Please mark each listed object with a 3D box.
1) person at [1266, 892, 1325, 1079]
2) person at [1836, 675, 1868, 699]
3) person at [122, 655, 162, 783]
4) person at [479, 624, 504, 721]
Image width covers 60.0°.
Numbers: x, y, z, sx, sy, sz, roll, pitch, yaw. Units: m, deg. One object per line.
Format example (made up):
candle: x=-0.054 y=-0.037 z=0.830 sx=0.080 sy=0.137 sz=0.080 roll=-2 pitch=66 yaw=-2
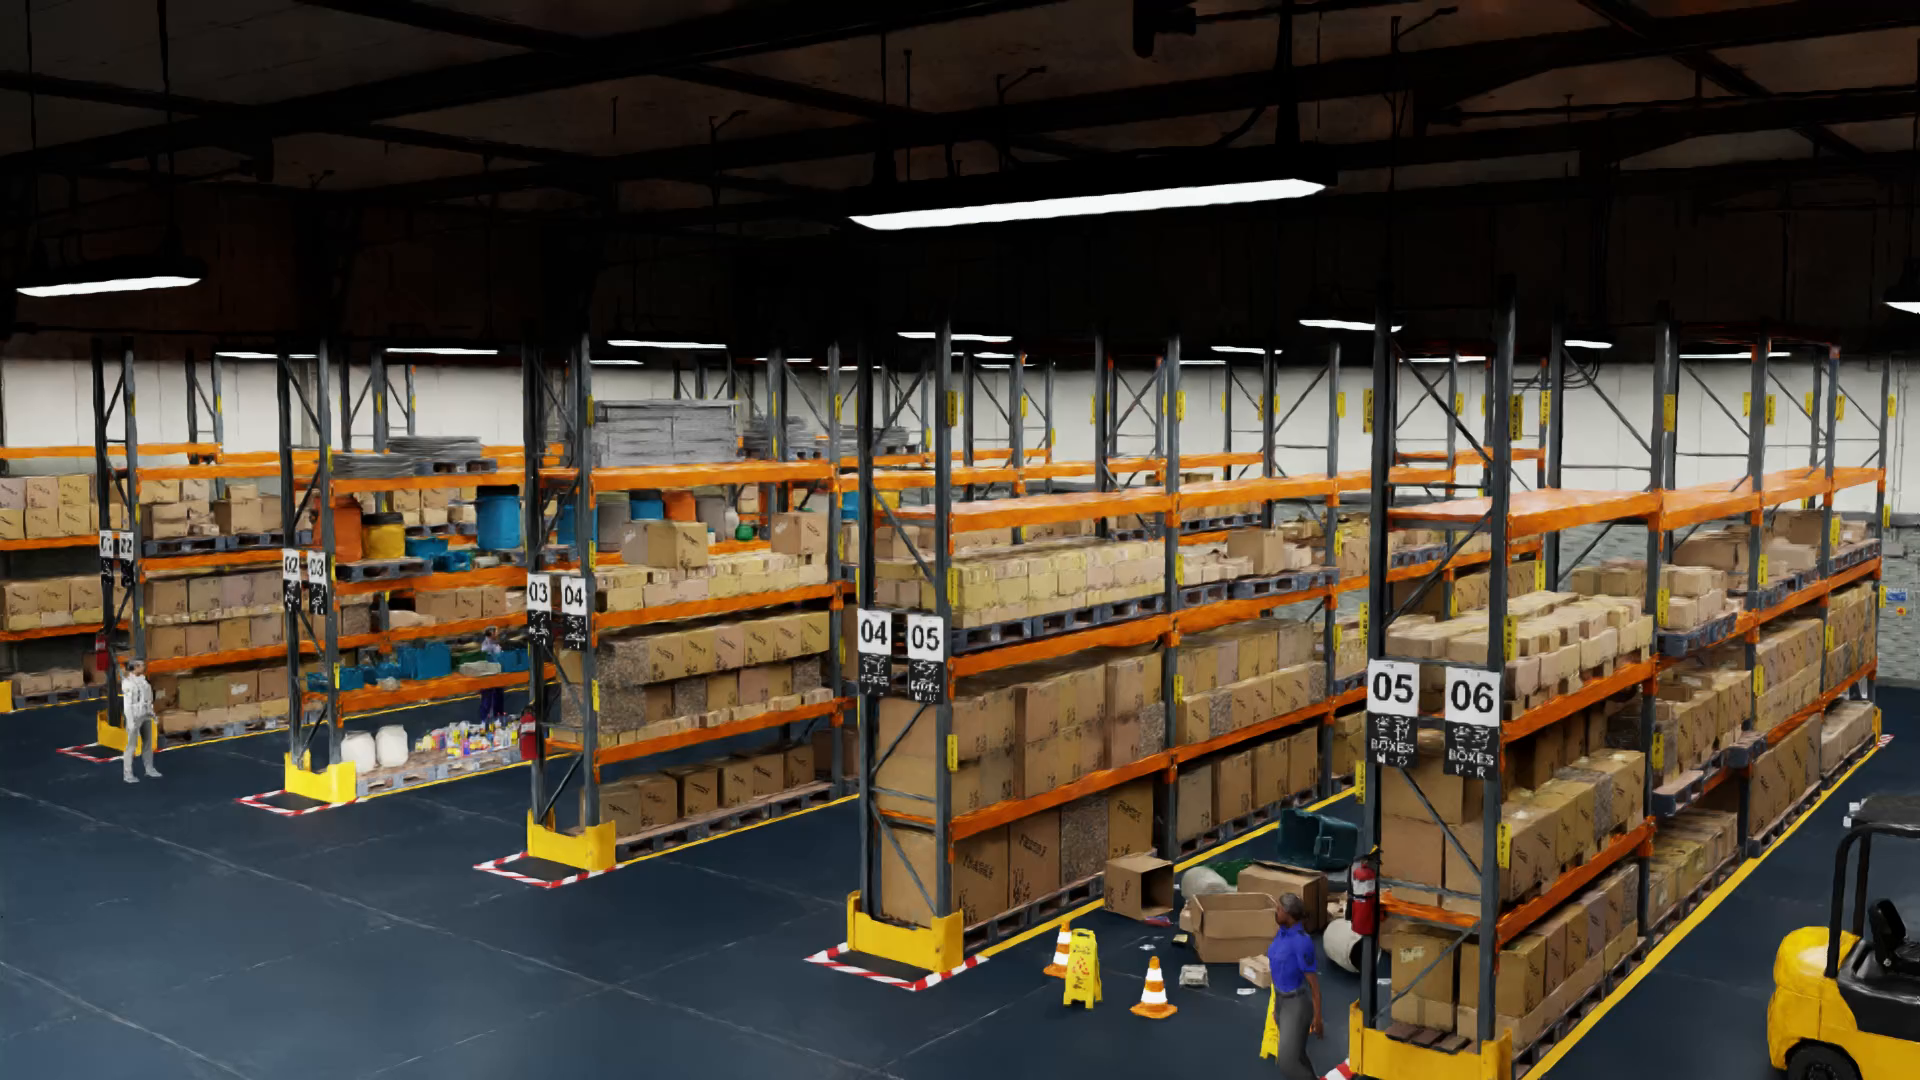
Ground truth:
person: x=2.426 y=3.321 z=11.752 sx=0.445 sy=1.641 sz=0.598 roll=-1 pitch=5 yaw=-7
person: x=15.219 y=1.875 z=28.351 sx=0.613 sy=1.660 sz=0.499 roll=0 pitch=5 yaw=5
person: x=-10.987 y=2.376 z=22.300 sx=0.409 sy=1.677 sz=0.532 roll=1 pitch=5 yaw=6
person: x=-7.158 y=2.115 z=25.542 sx=0.428 sy=1.650 sz=0.534 roll=1 pitch=5 yaw=6
